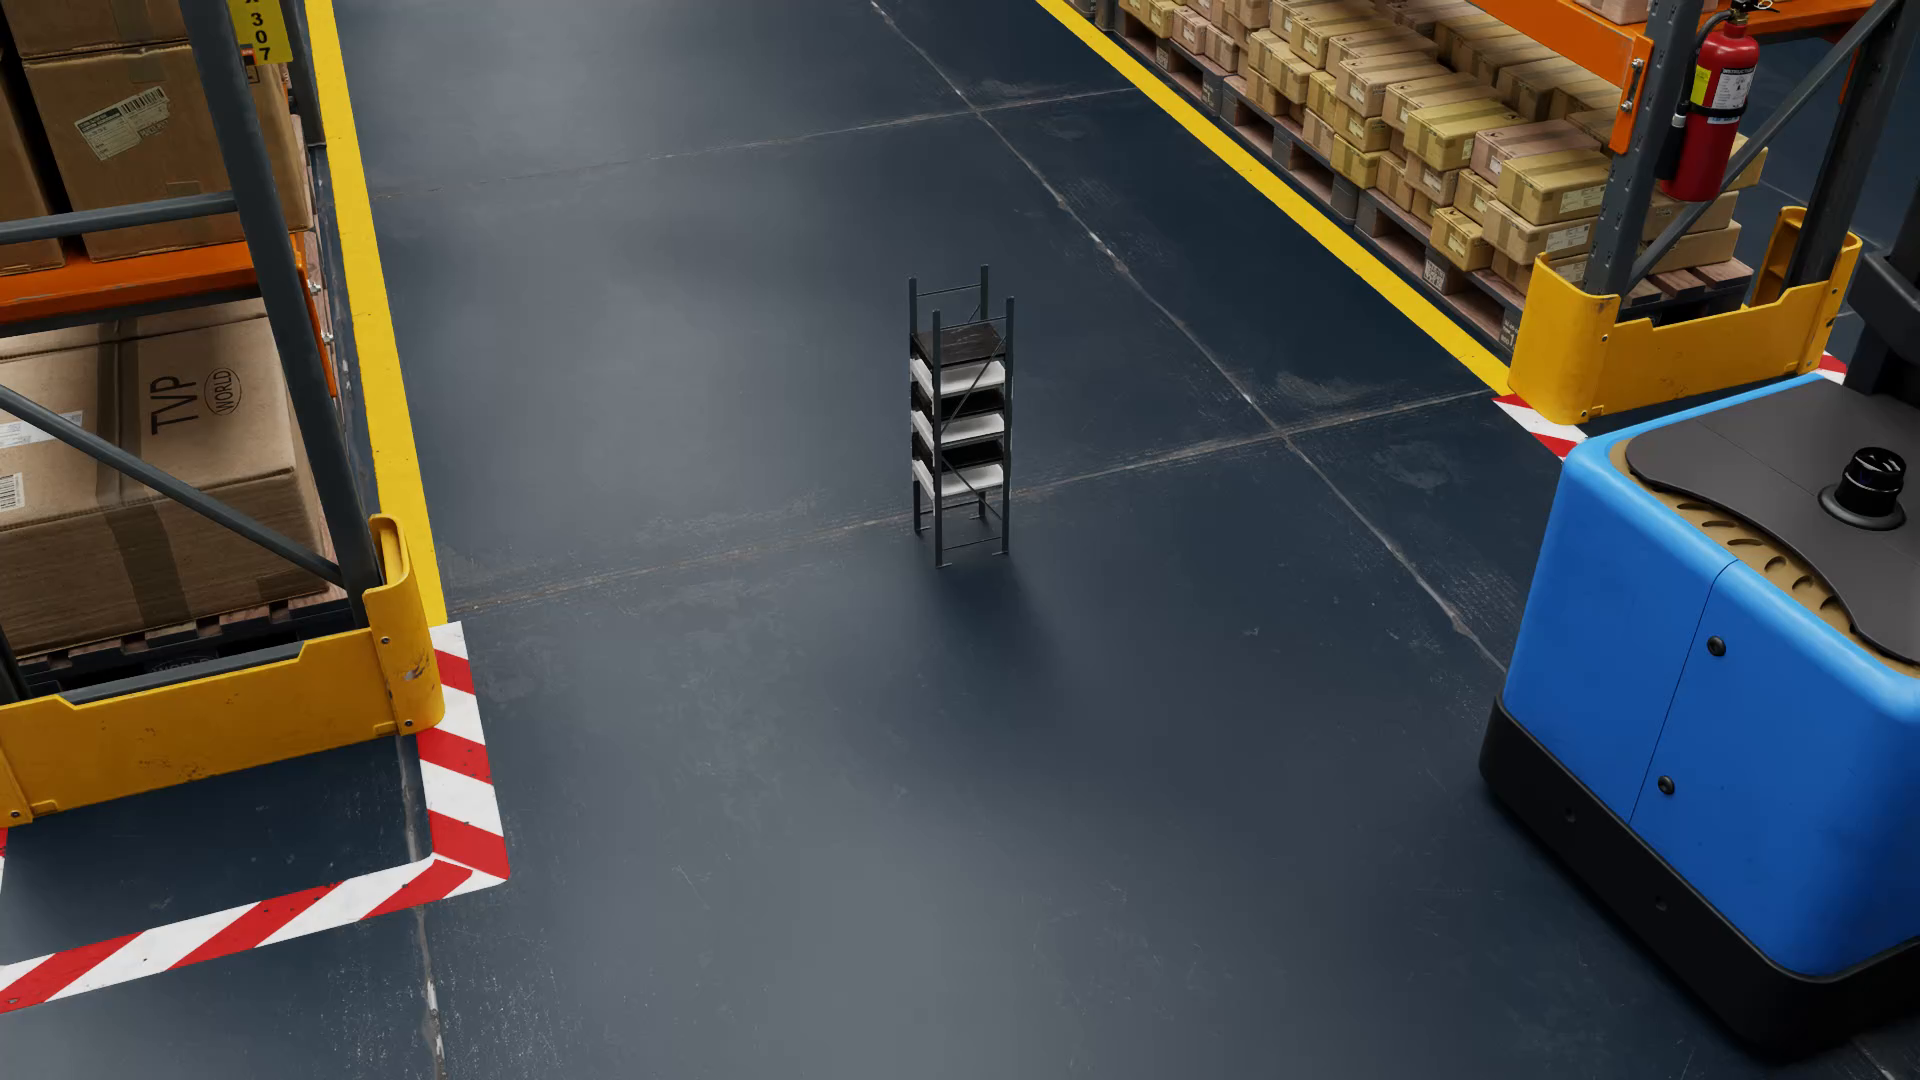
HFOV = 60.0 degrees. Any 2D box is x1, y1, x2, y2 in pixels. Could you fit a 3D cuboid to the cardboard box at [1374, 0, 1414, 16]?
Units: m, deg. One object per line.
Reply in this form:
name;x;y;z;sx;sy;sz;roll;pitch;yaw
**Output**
cardboard box;2.095;-2.417;7.492;0.380;0.149;0.250;-14;39;-18

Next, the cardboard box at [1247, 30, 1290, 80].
cardboard box;1.514;-2.172;7.414;0.380;0.149;0.250;-13;39;-16

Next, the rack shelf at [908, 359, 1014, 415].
rack shelf;0.003;-0.472;4.885;0.258;0.077;0.200;-12;39;-16

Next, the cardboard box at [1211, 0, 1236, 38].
cardboard box;1.414;-2.488;7.833;0.380;0.149;0.250;-14;39;-18

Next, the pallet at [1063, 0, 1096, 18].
pallet;0.941;-3.345;9.515;1.003;0.211;1.213;-12;39;-16

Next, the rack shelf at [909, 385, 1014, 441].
rack shelf;0.003;-0.400;4.939;0.258;0.077;0.200;-12;39;-16

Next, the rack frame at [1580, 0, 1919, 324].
rack frame;2.587;-1.759;5.093;1.000;3.000;0.127;-12;39;-16

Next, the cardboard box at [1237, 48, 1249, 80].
cardboard box;1.520;-2.218;7.722;0.380;0.149;0.250;-14;39;-18

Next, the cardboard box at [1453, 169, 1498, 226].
cardboard box;2.098;-1.305;6.263;0.380;0.149;0.250;-13;39;-17

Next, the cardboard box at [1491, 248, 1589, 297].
cardboard box;2.210;-1.043;6.162;0.380;0.149;0.250;-12;39;-15

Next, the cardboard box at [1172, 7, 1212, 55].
cardboard box;1.260;-2.496;8.091;0.380;0.149;0.250;-13;39;-16

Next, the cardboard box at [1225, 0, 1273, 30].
cardboard box;1.429;-2.444;7.528;0.380;0.149;0.250;-12;39;-15

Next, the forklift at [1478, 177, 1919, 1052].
forklift;2.913;-0.639;3.662;3.031;2.935;1.130;-16;40;-20

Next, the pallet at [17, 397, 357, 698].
pallet;-2.374;0.001;5.073;1.003;0.211;1.213;-12;39;-16

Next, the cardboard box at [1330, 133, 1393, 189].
cardboard box;1.773;-1.602;6.904;0.380;0.149;0.250;-14;39;-18

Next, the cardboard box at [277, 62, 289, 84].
cardboard box;-2.280;-1.619;4.823;0.500;0.500;0.500;-13;39;-16

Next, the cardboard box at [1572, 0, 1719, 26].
cardboard box;2.210;-1.785;5.335;0.380;0.149;0.250;-12;39;-16

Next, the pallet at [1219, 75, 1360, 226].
pallet;1.899;-1.843;7.521;1.003;0.211;1.213;-12;39;-16

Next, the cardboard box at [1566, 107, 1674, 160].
cardboard box;2.518;-1.523;6.305;0.380;0.149;0.250;-12;39;-15

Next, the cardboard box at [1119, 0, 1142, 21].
cardboard box;1.034;-2.776;8.463;0.380;0.149;0.250;-14;39;-18

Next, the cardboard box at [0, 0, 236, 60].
cardboard box;-1.923;-1.447;3.764;0.500;0.500;0.500;-13;39;-17

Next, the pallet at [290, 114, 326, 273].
pallet;-3.214;-1.377;6.903;1.003;0.211;1.213;-12;39;-16

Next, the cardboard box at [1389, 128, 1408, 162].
cardboard box;1.961;-1.613;6.671;0.380;0.149;0.250;-13;39;-16

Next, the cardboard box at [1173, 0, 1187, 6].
cardboard box;1.206;-2.771;8.210;0.380;0.149;0.250;-12;39;-16

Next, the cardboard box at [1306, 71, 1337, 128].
cardboard box;1.696;-1.878;7.023;0.380;0.149;0.250;-11;38;-14

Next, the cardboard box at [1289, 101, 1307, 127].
cardboard box;1.681;-1.919;7.325;0.380;0.149;0.250;-11;38;-15

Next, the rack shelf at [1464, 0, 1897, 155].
rack shelf;1.899;-2.602;6.809;1.077;0.370;4.000;-12;39;-16

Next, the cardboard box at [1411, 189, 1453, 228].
cardboard box;2.017;-1.334;6.548;0.380;0.149;0.250;-13;39;-16

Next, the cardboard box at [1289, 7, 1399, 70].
cardboard box;1.649;-2.160;7.151;0.380;0.149;0.250;-12;39;-16

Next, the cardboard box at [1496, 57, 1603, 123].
cardboard box;2.389;-1.815;6.692;0.380;0.149;0.250;-14;39;-18

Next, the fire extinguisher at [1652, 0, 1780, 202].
fire extinguisher;2.241;-1.342;4.912;0.296;0.674;0.183;-12;39;-16

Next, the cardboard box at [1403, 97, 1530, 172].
cardboard box;1.926;-1.546;6.336;0.380;0.149;0.250;-13;39;-17

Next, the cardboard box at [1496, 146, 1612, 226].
cardboard box;2.167;-1.273;5.972;0.380;0.149;0.250;-12;39;-15

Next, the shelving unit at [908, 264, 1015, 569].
shelving unit;0.003;-0.355;4.973;0.258;0.900;0.210;-12;39;-16

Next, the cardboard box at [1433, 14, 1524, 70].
cardboard box;2.254;-2.132;7.113;0.380;0.149;0.250;-12;39;-15

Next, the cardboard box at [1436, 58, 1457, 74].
cardboard box;2.140;-1.985;7.165;0.380;0.149;0.250;-11;38;-14

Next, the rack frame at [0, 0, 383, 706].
rack frame;-2.026;-0.677;3.656;1.000;3.000;0.127;-12;39;-16

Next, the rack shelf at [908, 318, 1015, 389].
rack shelf;0.003;-0.544;4.831;0.258;0.077;0.200;-12;39;-16

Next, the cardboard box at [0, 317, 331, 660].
cardboard box;-2.347;-0.174;4.768;0.875;0.438;0.875;-14;39;-17

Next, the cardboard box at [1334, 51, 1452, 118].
cardboard box;1.752;-1.846;6.734;0.380;0.149;0.250;-11;38;-14

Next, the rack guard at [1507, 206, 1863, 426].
rack guard;2.561;-0.804;5.902;1.175;0.500;0.348;-12;39;-16

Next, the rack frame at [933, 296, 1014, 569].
rack frame;0.038;-0.297;4.897;0.240;0.900;0.006;-12;39;-16
